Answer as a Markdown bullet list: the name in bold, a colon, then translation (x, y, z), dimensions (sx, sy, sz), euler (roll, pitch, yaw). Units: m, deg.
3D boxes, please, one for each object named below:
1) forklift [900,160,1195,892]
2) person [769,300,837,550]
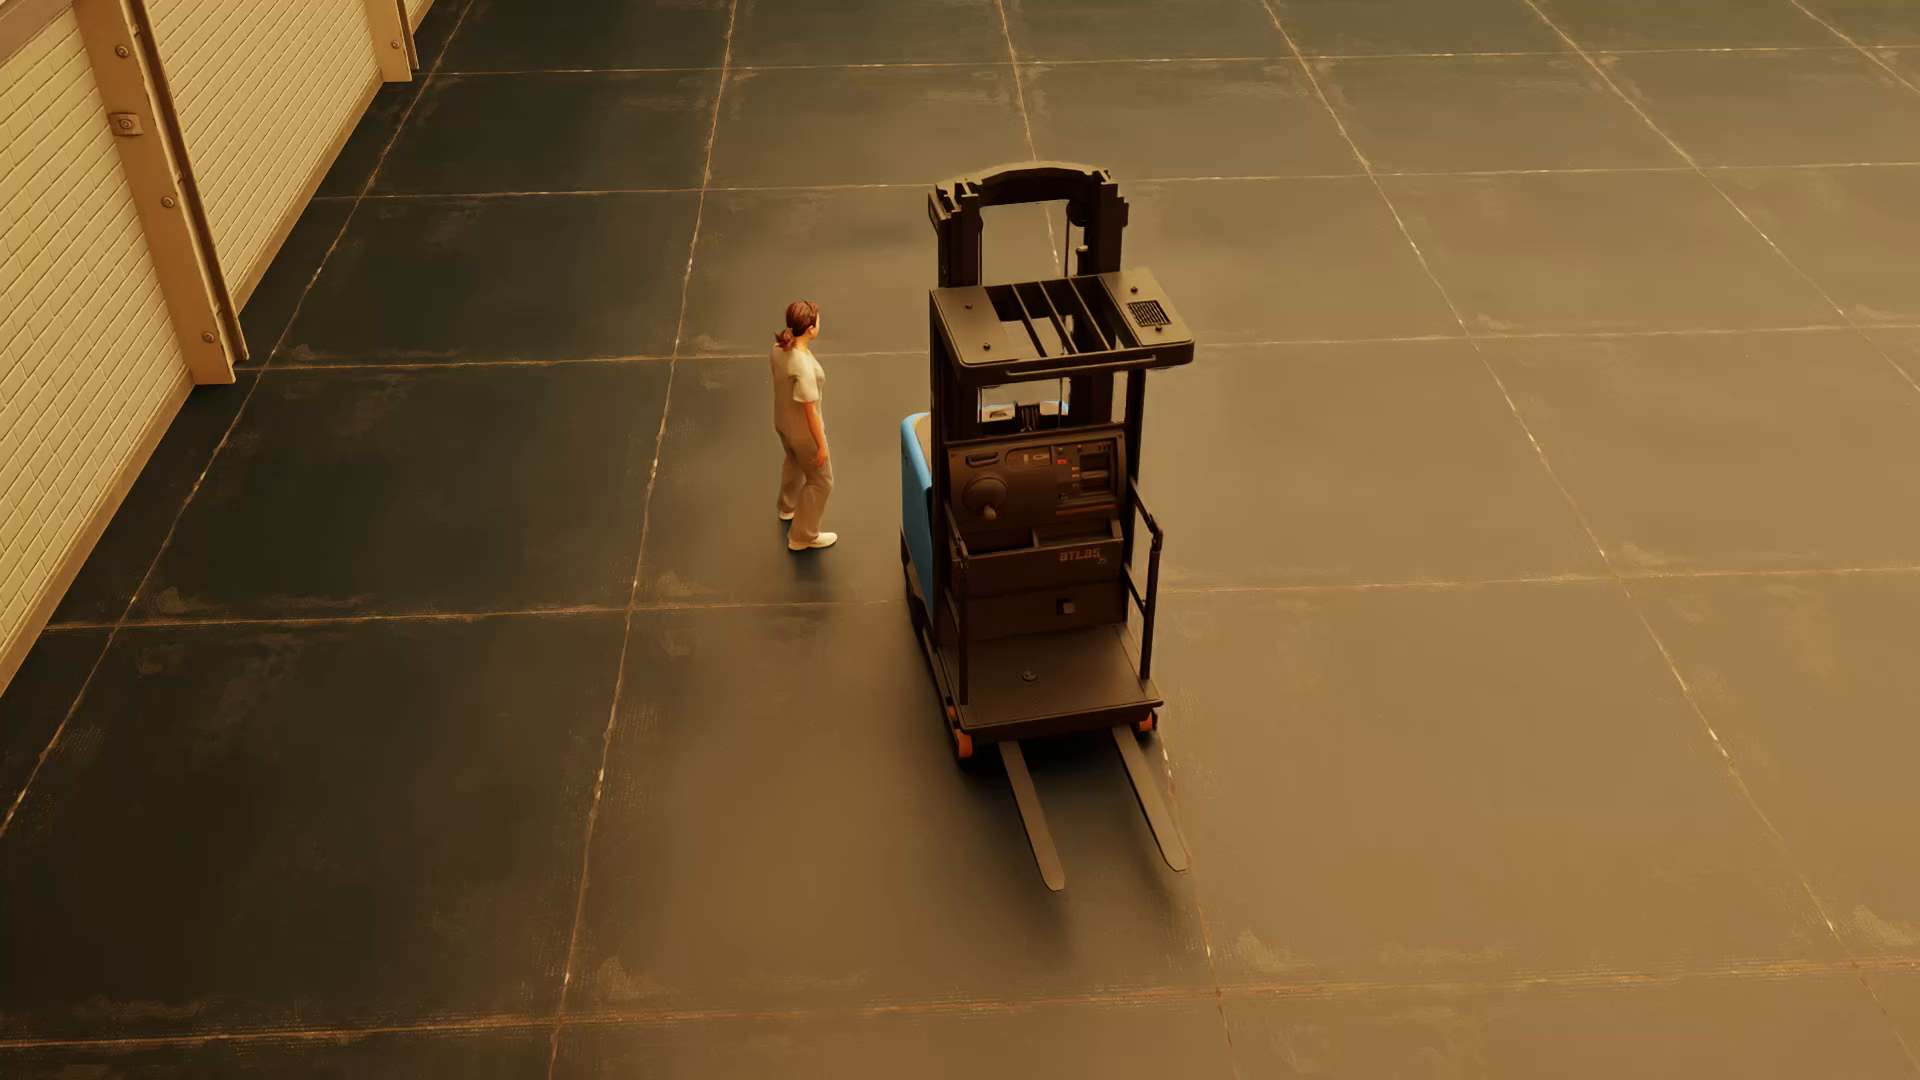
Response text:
- **forklift**: translation (0.446, -0.259, 8.366), dimensions (1.130, 2.935, 3.031), euler (-7, 37, -10)
- **person**: translation (-0.946, -0.710, 10.076), dimensions (0.394, 1.651, 0.678), euler (-19, 40, -24)
